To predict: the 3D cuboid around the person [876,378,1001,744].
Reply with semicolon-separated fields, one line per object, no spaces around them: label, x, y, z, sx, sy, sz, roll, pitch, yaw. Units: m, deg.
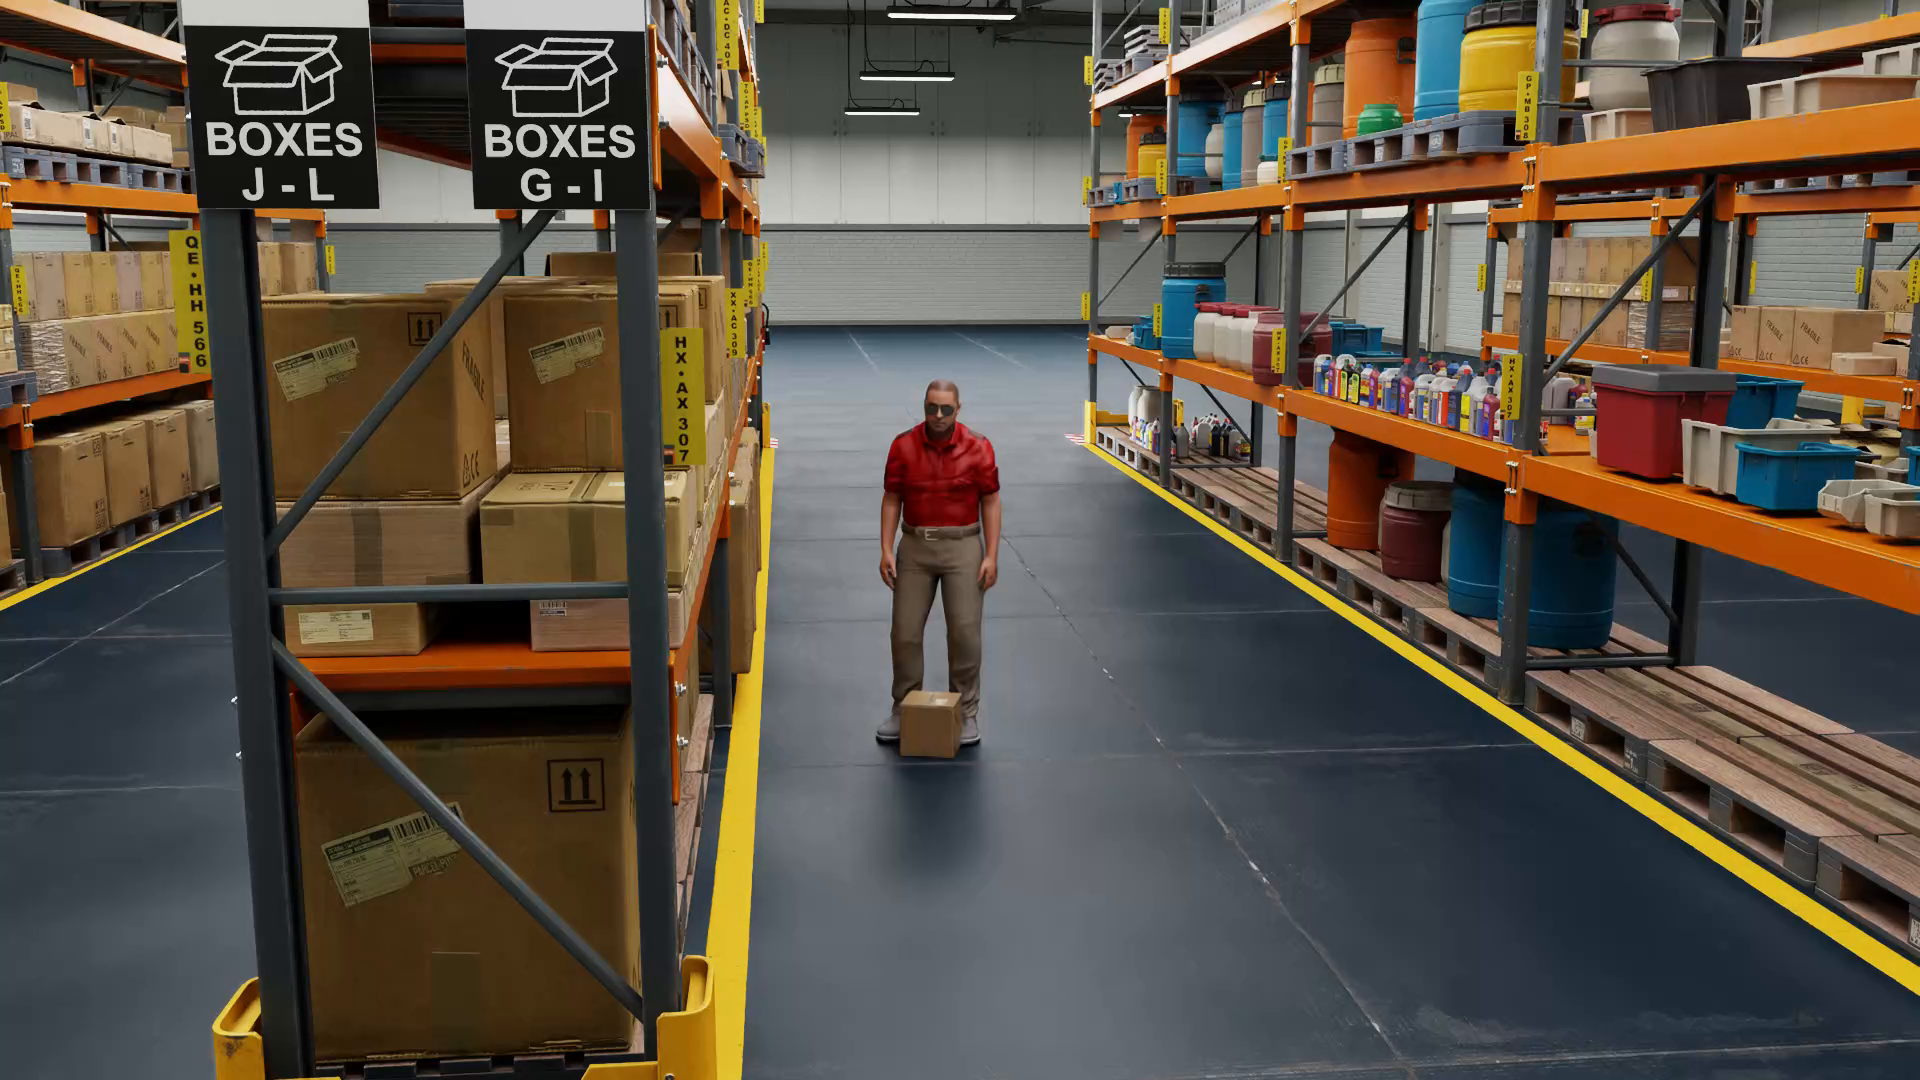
person;-0.099;0.092;7.915;0.582;1.726;0.397;1;10;7
